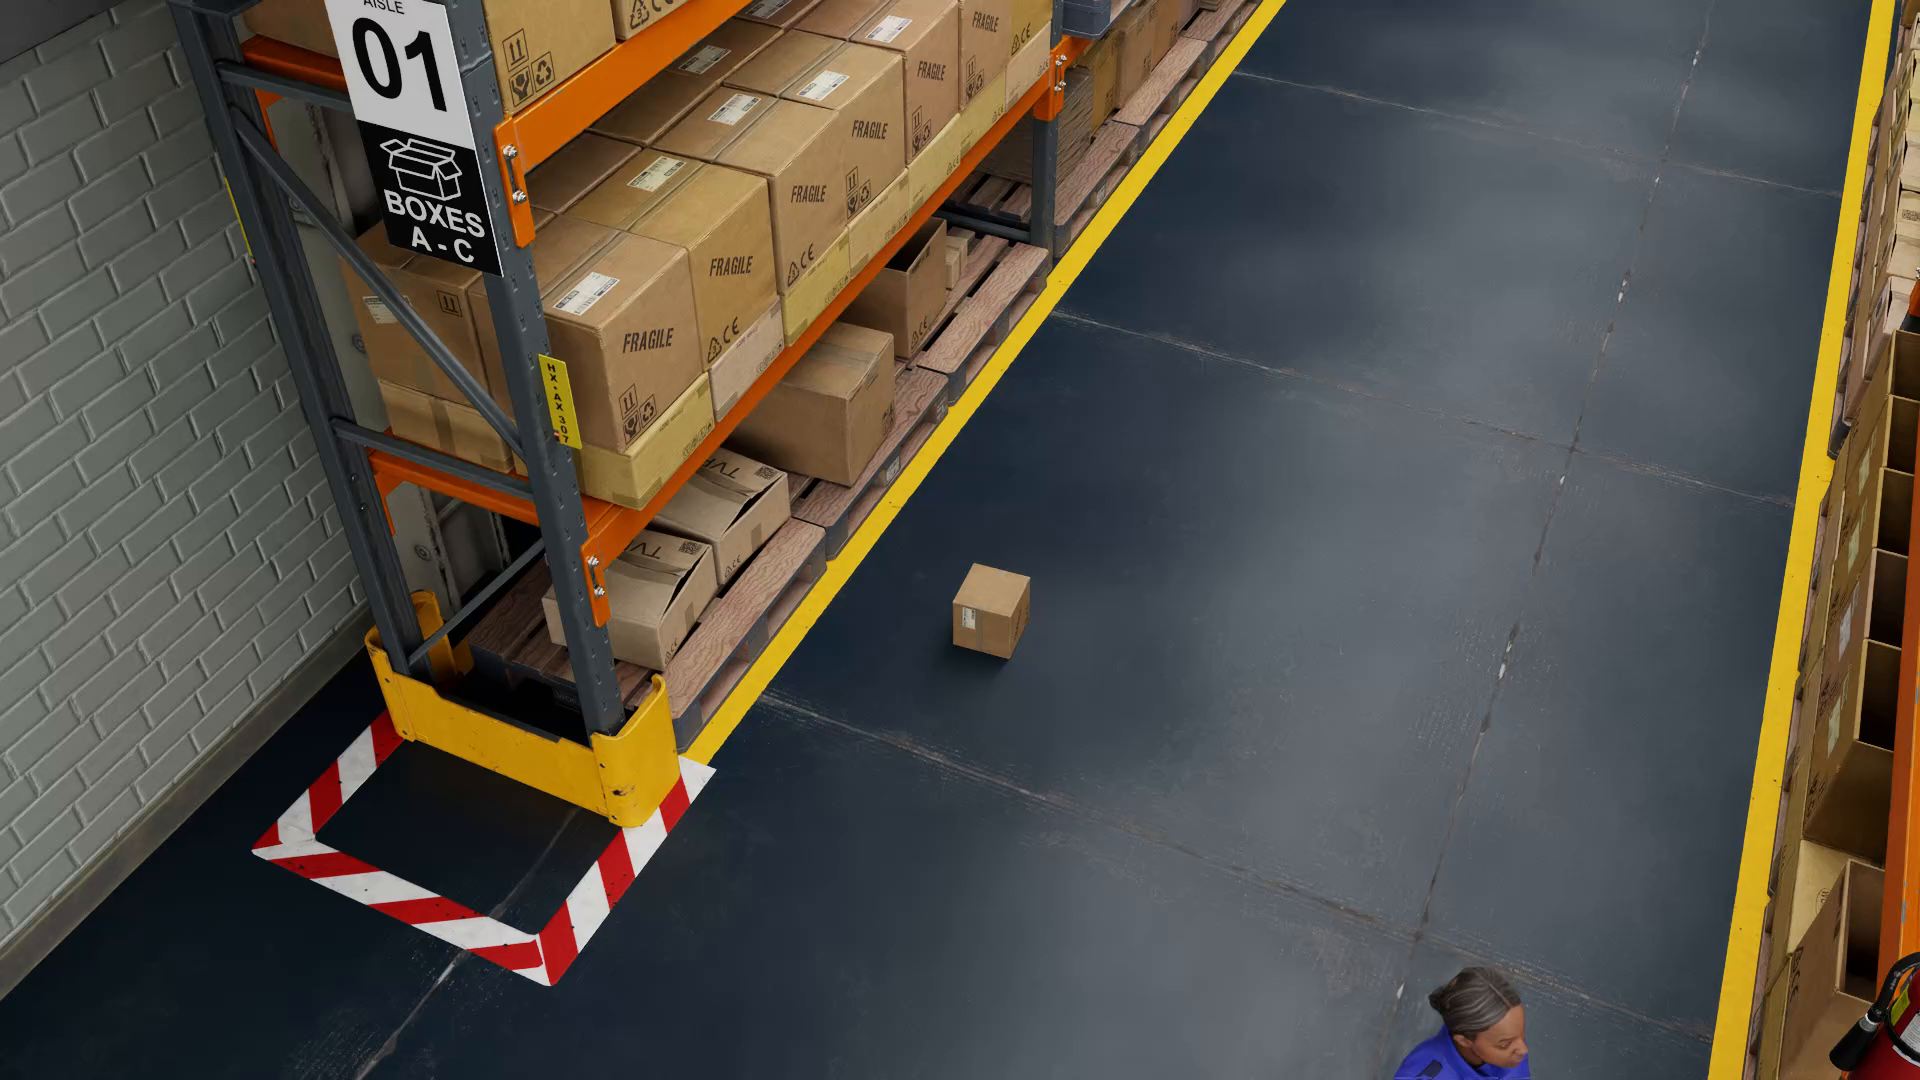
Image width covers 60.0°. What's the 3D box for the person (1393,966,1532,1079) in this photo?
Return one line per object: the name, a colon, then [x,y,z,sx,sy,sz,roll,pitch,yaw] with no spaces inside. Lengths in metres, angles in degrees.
person: [1.231,1.643,4.347,0.447,1.605,0.954,-23,47,-23]
